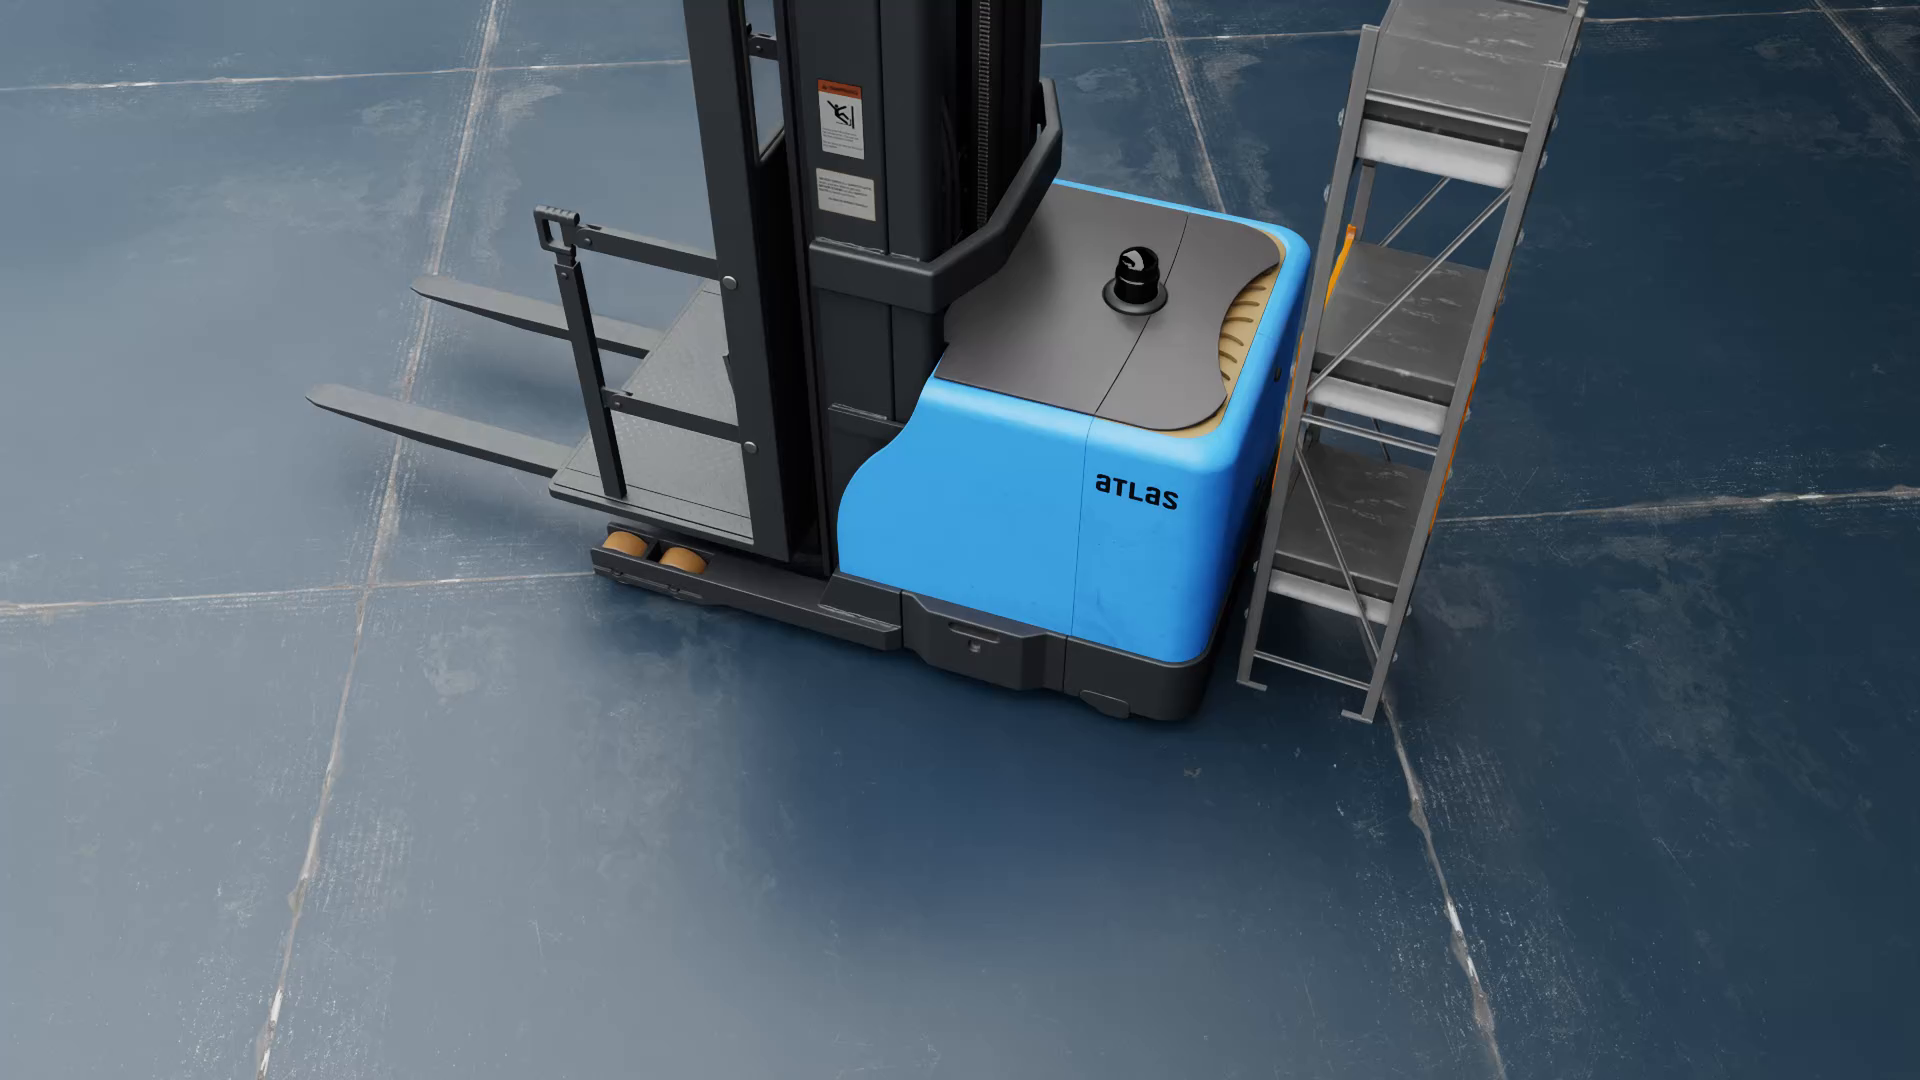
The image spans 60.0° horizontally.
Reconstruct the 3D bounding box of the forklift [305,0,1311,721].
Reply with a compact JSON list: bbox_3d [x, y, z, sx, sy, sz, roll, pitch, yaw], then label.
[{"bbox_3d":[-0.590,-1.166,4.336,3.031,2.935,1.130,15,48,14],"label":"forklift"}]

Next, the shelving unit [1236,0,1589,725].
[{"bbox_3d":[1.086,-0.418,4.199,0.431,2.100,0.503,17,49,15],"label":"shelving unit"}]

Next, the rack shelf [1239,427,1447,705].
[{"bbox_3d":[1.086,0.073,4.718,0.431,0.518,0.480,17,49,15],"label":"rack shelf"}]

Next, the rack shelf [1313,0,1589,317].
[{"bbox_3d":[1.086,-0.890,3.701,0.431,0.518,0.480,17,49,15],"label":"rack shelf"}]

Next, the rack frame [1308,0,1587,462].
[{"bbox_3d":[1.179,-0.581,4.354,0.400,2.100,0.015,17,49,15],"label":"rack frame"}]

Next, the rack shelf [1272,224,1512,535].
[{"bbox_3d":[1.086,-0.408,4.209,0.431,0.518,0.480,17,49,15],"label":"rack shelf"}]

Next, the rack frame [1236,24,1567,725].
[{"bbox_3d":[0.993,-0.254,4.044,0.400,2.100,0.015,17,49,15],"label":"rack frame"}]
